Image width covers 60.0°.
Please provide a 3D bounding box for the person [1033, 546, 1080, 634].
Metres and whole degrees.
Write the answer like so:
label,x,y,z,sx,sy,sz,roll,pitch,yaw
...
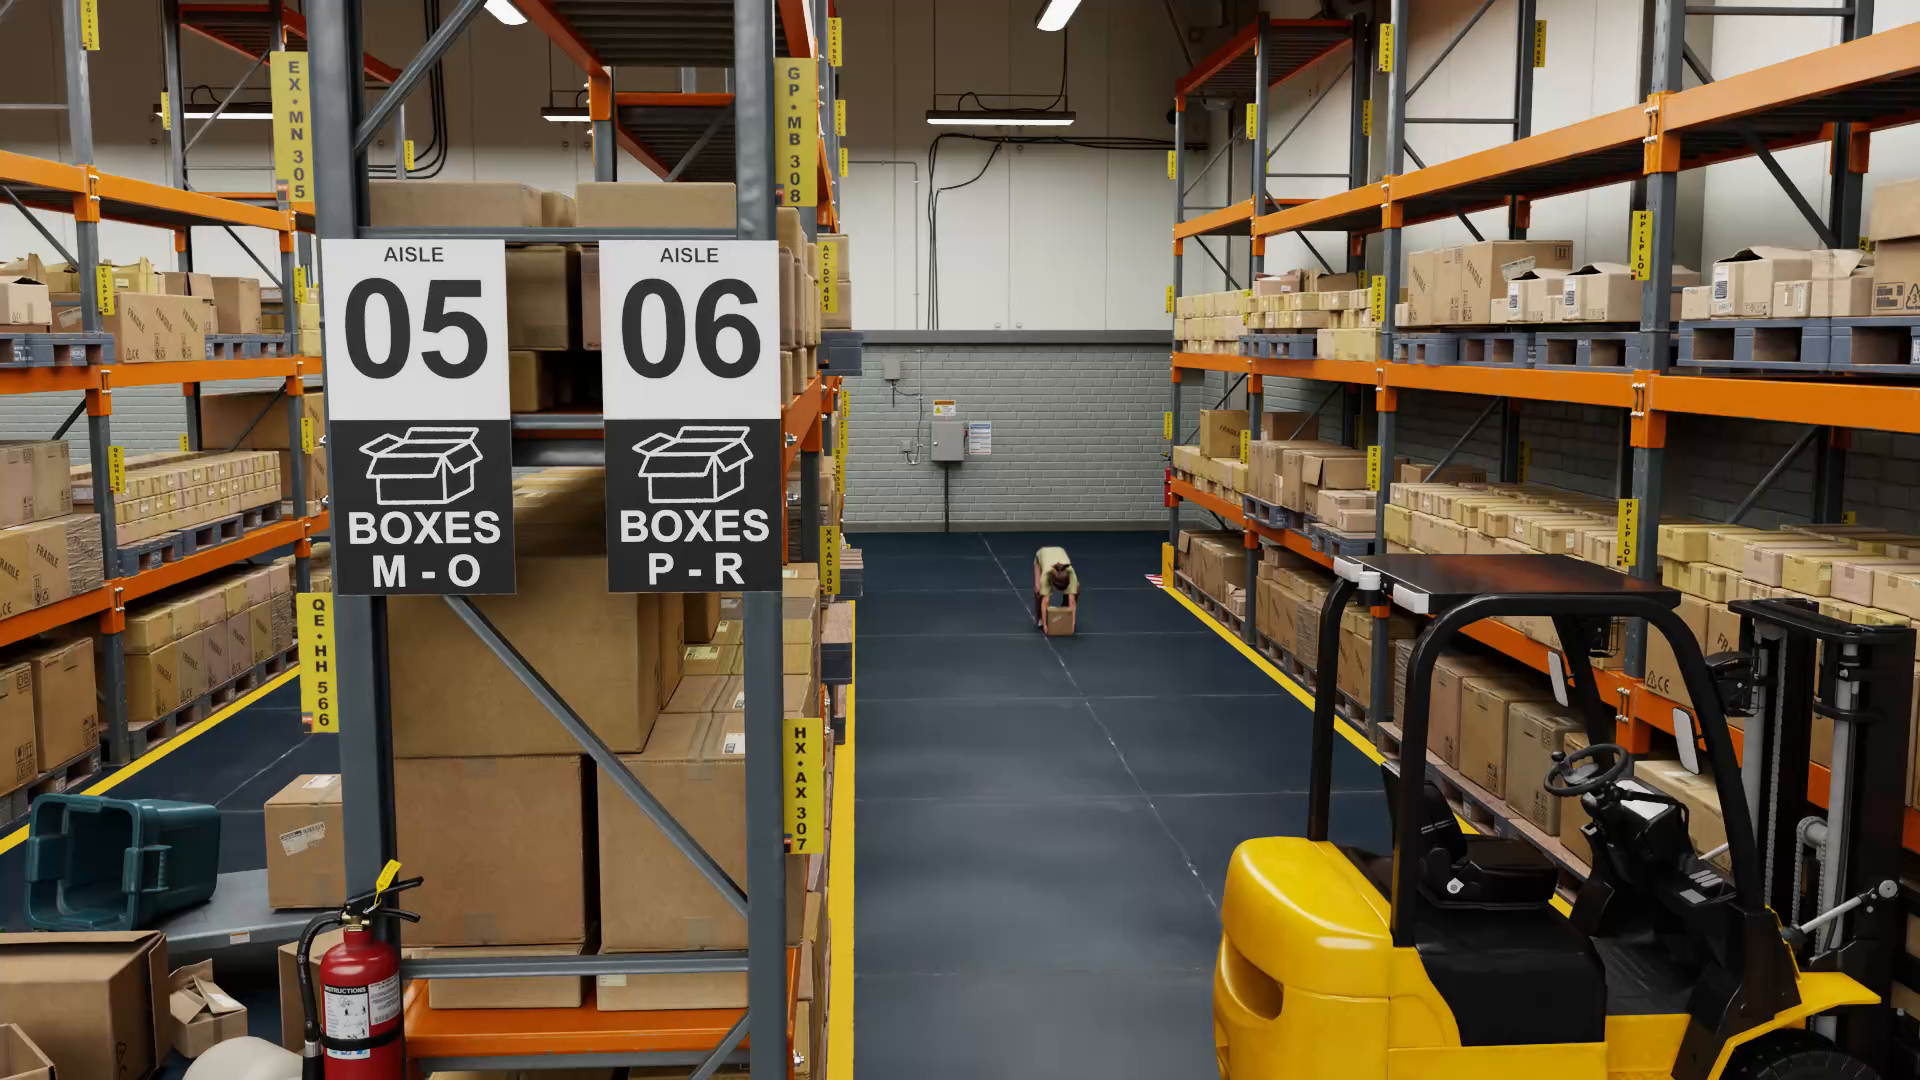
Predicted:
label,x,y,z,sx,sy,sz,roll,pitch,yaw
person,0.996,0.508,17.132,0.476,0.835,0.855,-1,7,-6
